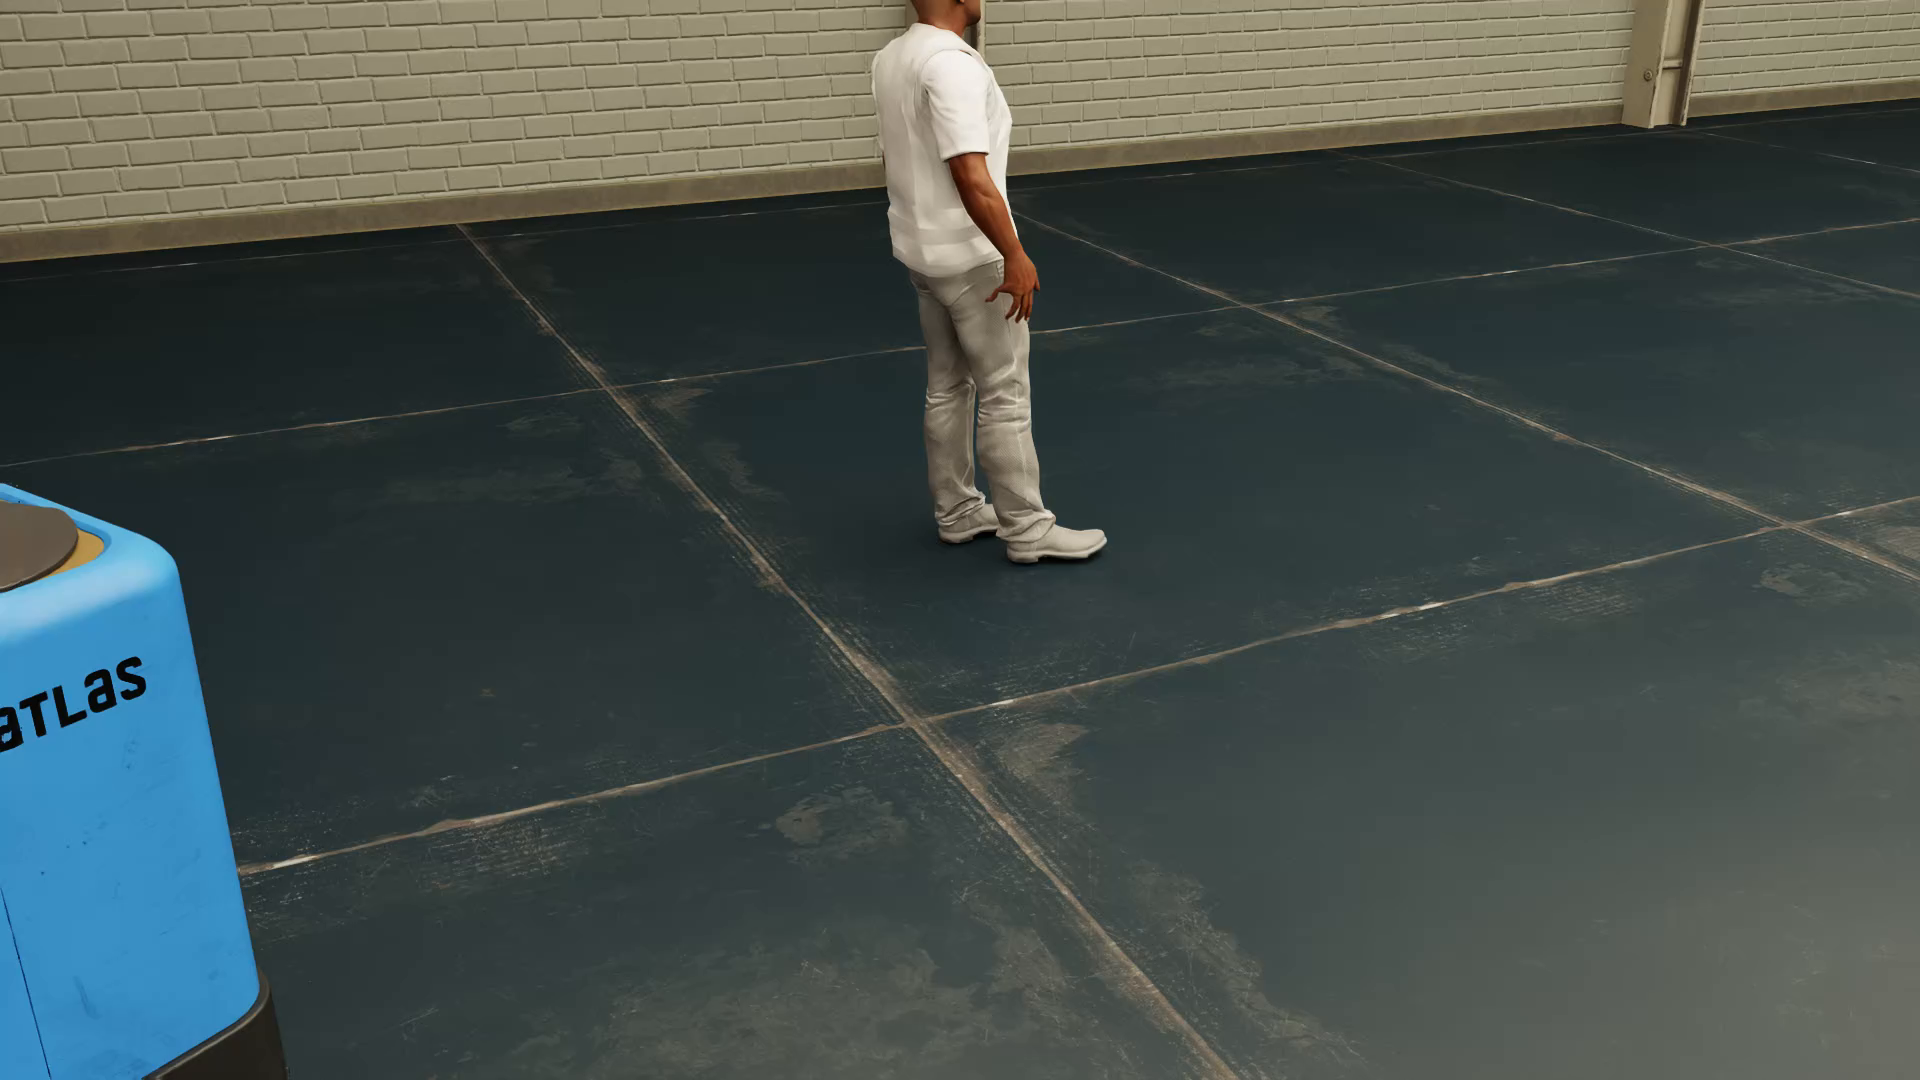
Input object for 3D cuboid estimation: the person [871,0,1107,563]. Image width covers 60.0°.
[{"bbox_3d":[0.066,-0.832,4.788,0.575,1.768,0.665,-10,25,-23],"label":"person"}]
